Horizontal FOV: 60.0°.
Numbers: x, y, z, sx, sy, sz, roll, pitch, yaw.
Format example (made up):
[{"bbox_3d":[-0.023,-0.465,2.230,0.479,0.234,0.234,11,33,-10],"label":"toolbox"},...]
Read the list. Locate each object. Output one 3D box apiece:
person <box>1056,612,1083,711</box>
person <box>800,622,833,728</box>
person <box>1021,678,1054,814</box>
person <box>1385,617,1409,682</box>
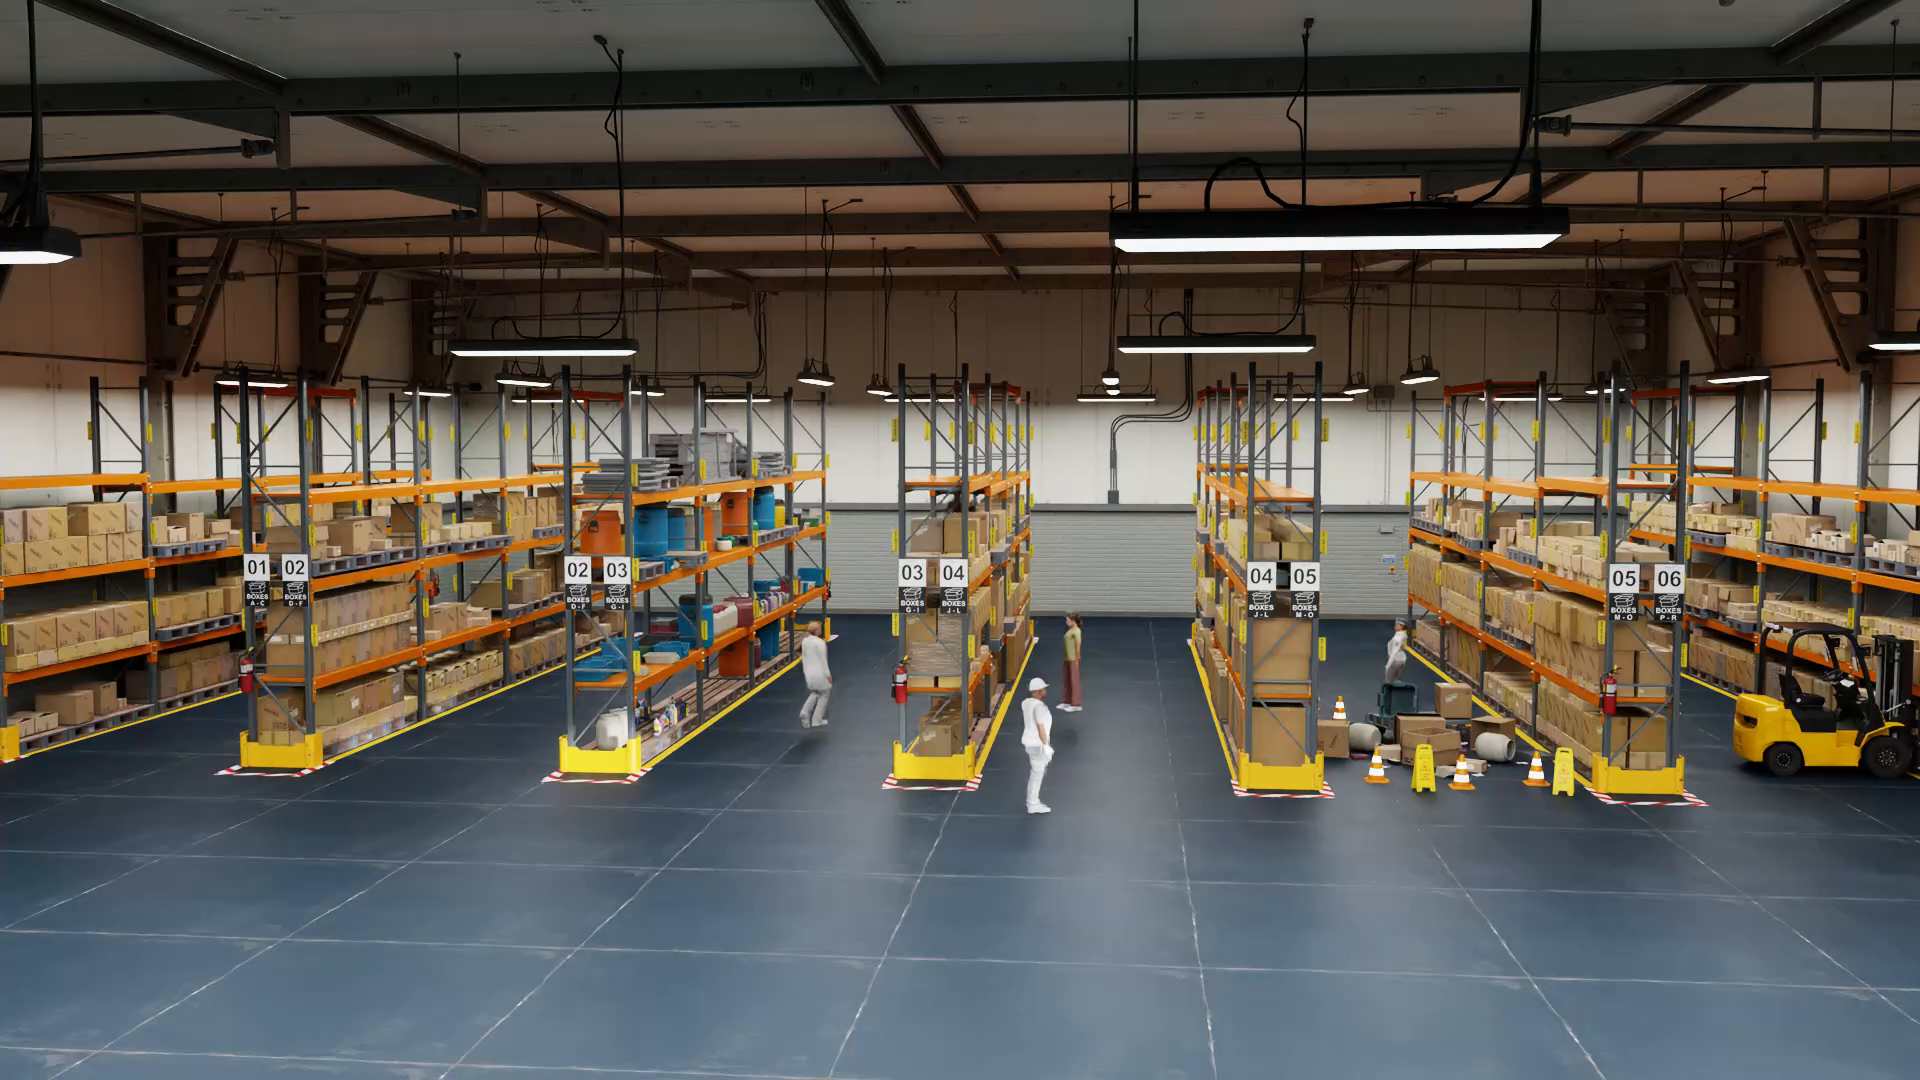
[{"bbox_3d":[1.883,2.061,28.369,0.444,1.677,0.499,-1,4,-17],"label":"person"},{"bbox_3d":[-2.396,2.239,27.510,0.595,1.775,0.549,3,5,41],"label":"person"},{"bbox_3d":[1.042,2.727,21.935,0.396,1.803,0.661,-1,4,-12],"label":"person"},{"bbox_3d":[7.890,2.261,30.270,0.520,1.722,0.482,-3,5,-39],"label":"person"}]
